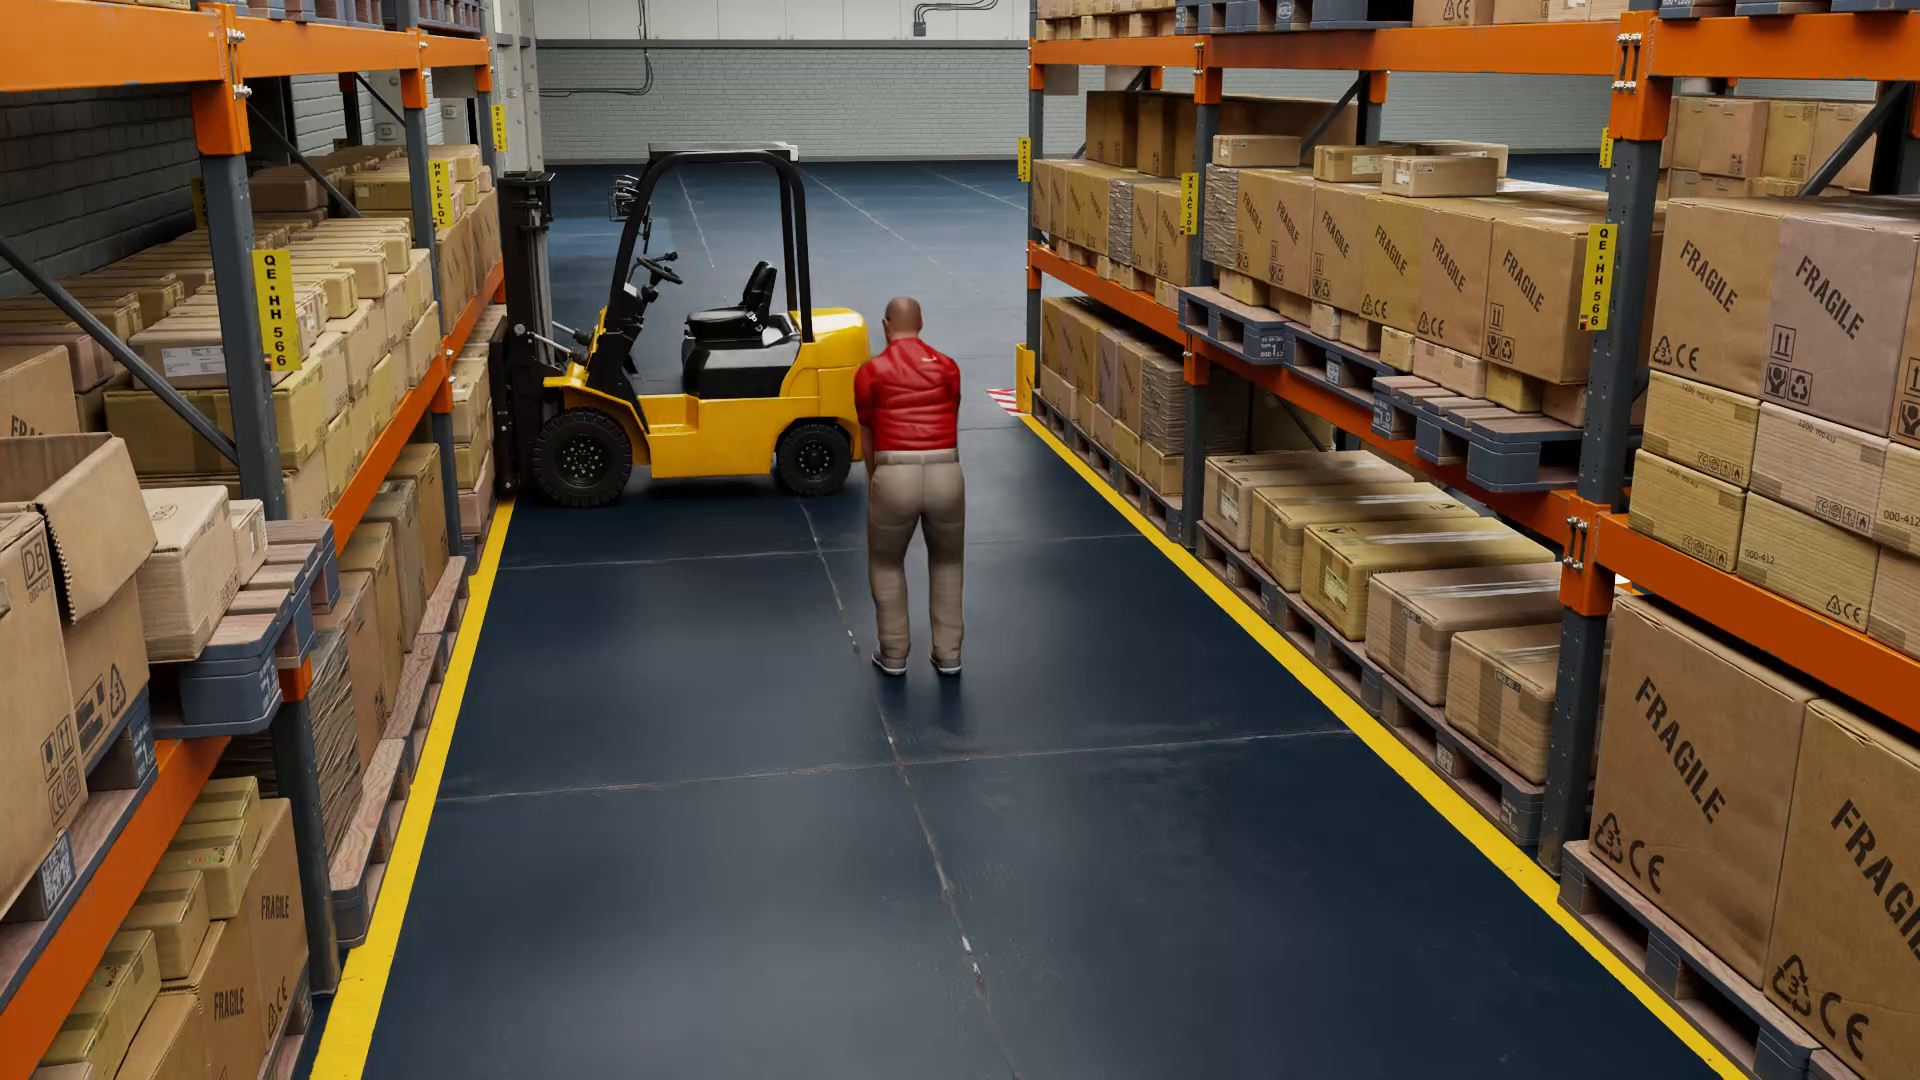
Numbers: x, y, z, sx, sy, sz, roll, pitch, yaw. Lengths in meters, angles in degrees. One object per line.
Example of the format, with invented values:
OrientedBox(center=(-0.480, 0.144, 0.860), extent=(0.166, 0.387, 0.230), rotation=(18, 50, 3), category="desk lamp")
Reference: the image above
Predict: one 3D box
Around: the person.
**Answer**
OrientedBox(center=(-0.233, -0.246, 7.475), extent=(0.482, 1.701, 0.550), rotation=(-3, 17, -11), category="person")
